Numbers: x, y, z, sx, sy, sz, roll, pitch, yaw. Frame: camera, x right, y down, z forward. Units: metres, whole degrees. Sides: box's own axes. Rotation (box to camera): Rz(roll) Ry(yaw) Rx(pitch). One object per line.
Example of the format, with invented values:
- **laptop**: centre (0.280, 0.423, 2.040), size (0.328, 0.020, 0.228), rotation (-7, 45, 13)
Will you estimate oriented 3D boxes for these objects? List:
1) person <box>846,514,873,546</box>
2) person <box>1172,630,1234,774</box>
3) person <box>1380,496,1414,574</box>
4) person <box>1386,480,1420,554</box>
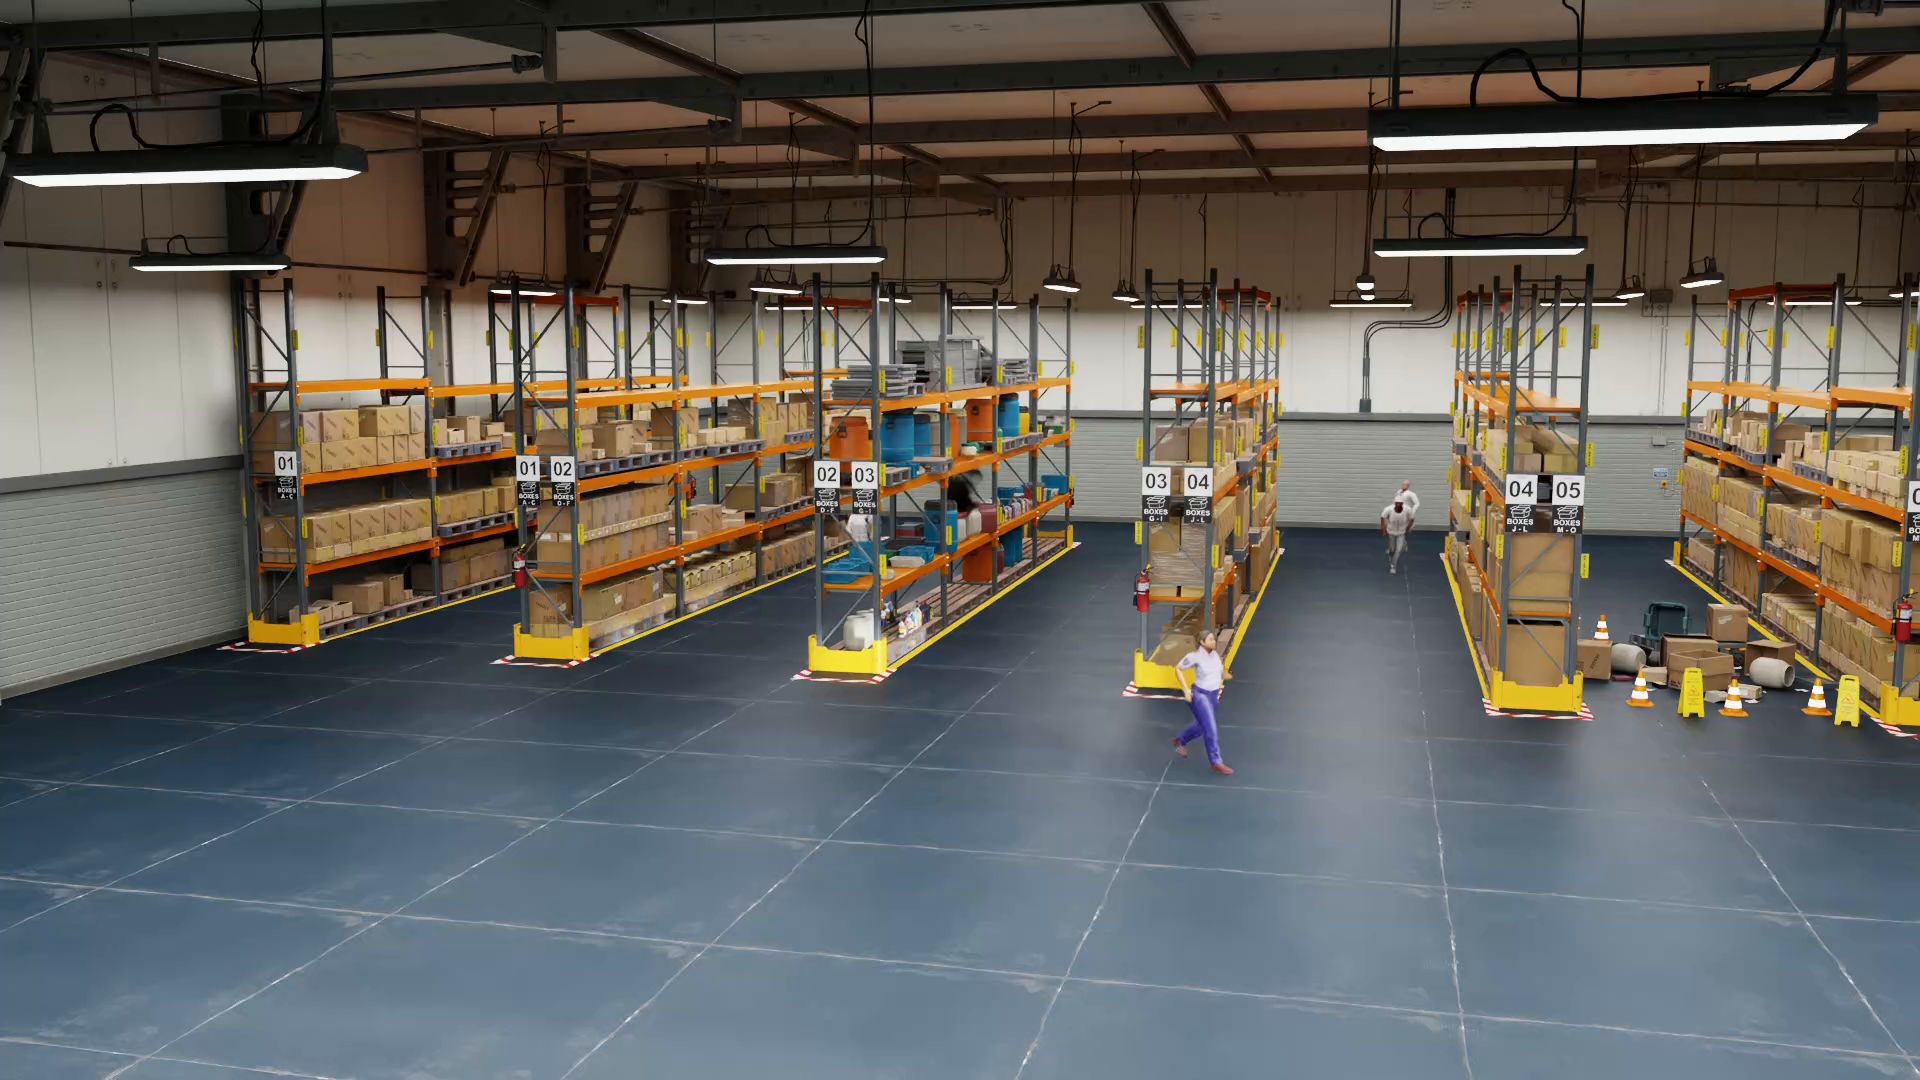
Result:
- **person**: centre (-1.883, 0.075, 31.614), size (0.616, 1.698, 0.823), rotation (1, 7, 6)
- **person**: centre (2.824, 1.849, 19.392), size (0.933, 1.637, 0.605), rotation (6, 9, 43)
- **person**: centre (9.462, -0.138, 36.037), size (0.697, 1.696, 0.863), rotation (1, 7, 5)
- **person**: centre (10.378, -0.527, 39.071), size (0.700, 1.774, 0.767), rotation (-2, 7, -20)
